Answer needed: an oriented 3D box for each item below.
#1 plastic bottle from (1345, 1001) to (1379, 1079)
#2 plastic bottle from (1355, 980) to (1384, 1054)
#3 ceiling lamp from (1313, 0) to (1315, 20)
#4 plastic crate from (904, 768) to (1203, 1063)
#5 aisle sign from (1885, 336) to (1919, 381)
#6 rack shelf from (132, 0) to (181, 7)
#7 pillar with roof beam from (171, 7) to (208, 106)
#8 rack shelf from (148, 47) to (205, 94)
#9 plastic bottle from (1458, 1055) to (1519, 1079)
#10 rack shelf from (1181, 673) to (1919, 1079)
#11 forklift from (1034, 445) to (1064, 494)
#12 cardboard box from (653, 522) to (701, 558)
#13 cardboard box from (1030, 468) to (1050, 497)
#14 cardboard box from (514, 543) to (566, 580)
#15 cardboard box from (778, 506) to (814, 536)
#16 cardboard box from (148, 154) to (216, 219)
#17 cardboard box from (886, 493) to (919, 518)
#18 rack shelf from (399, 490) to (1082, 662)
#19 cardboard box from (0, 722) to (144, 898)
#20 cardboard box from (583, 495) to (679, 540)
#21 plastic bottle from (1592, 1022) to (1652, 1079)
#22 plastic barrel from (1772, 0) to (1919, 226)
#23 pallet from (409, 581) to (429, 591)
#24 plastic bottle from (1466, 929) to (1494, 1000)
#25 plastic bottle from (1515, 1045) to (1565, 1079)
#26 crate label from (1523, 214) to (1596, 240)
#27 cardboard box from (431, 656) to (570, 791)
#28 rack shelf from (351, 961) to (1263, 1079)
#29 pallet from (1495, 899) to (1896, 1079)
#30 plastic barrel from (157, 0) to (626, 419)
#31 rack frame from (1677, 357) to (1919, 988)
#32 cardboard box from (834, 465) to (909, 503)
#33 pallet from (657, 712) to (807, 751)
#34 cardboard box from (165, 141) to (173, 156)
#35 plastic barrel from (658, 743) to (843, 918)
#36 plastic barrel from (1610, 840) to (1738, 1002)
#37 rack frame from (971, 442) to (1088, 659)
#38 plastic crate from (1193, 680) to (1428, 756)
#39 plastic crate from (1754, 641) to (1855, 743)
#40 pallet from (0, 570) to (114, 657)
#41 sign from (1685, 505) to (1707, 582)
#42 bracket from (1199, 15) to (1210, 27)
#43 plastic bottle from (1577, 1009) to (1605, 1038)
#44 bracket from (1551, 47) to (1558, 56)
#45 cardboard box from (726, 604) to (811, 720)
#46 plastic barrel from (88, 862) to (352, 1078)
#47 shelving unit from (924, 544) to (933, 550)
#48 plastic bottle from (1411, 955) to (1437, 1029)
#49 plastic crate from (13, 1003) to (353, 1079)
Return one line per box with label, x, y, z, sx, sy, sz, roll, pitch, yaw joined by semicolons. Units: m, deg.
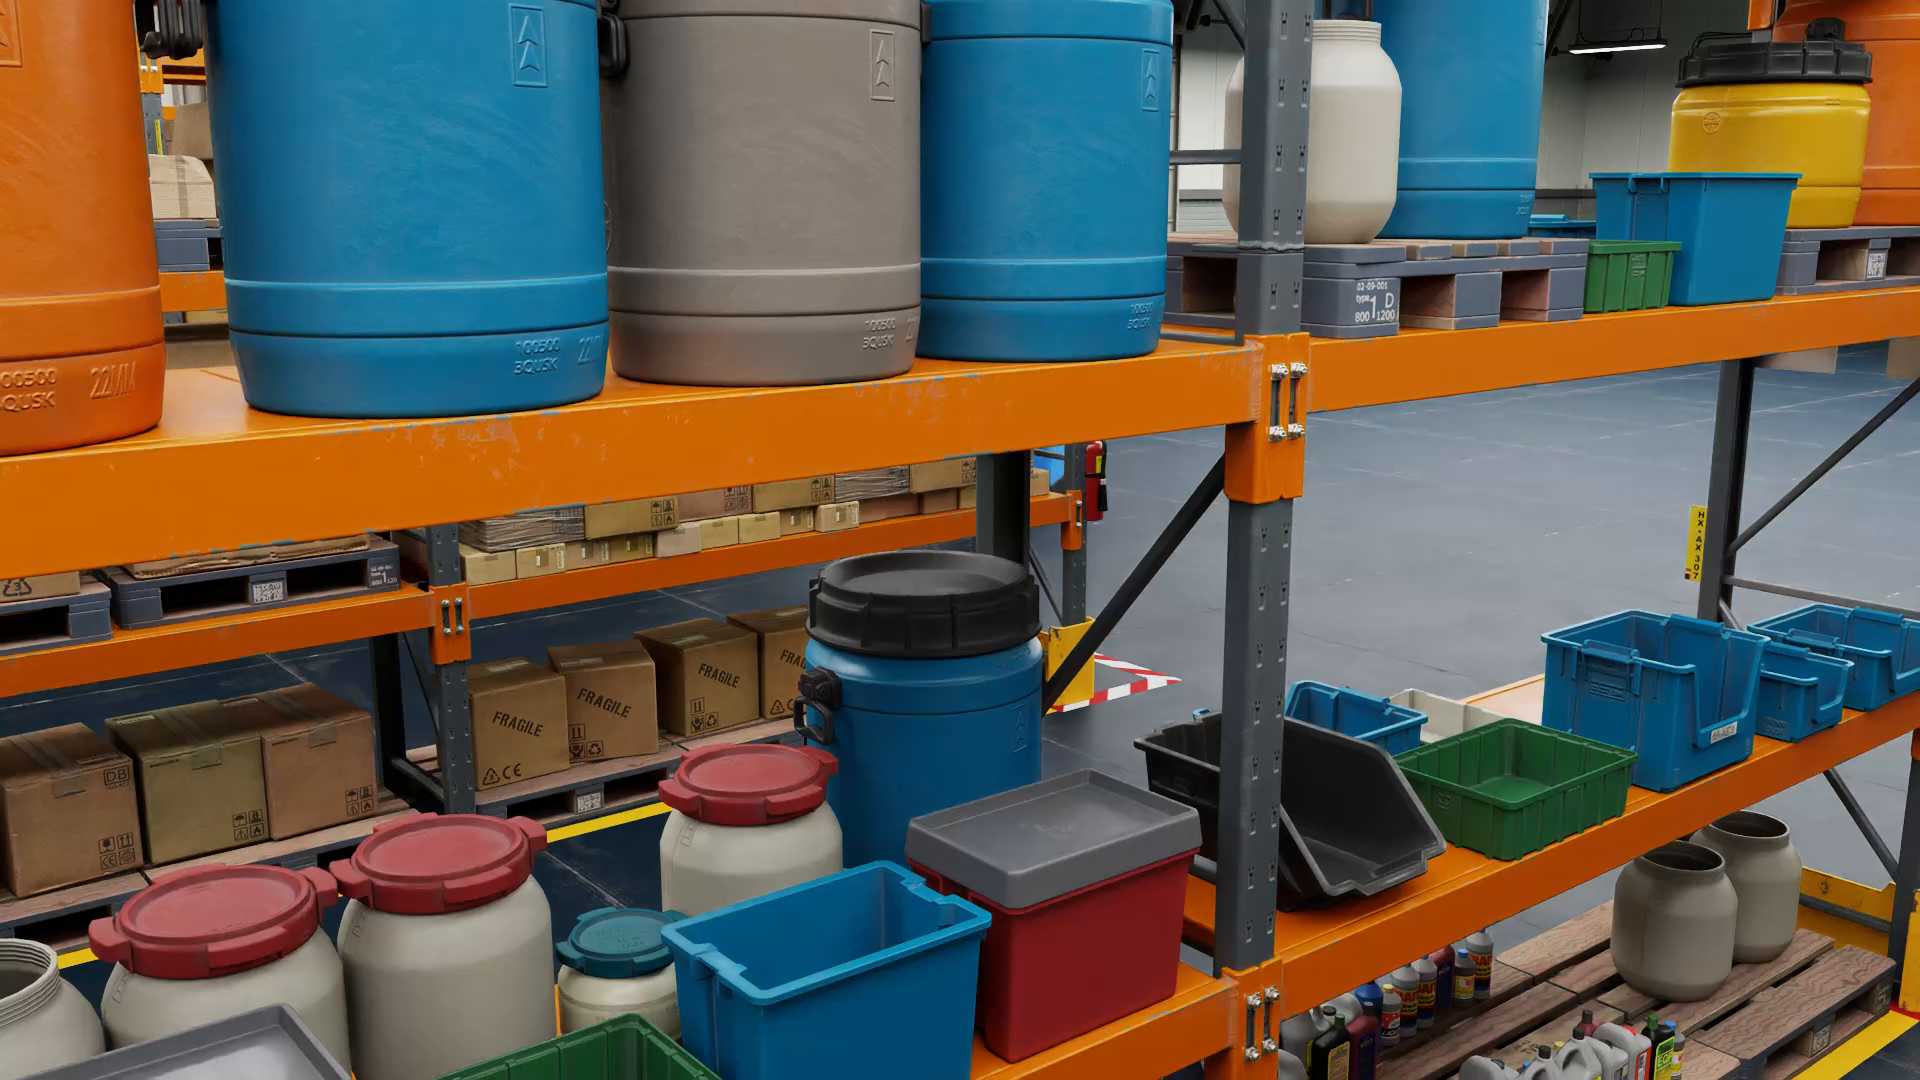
plastic bottle;1.321;1.675;5.499;0.133;0.283;0.061;-9;15;-38
plastic bottle;1.409;1.631;5.737;0.097;0.271;0.097;0;12;0
ceiling lamp;6.289;-10.257;27.715;0.800;3.185;2.000;-9;15;-38
plastic crate;0.213;0.843;3.783;0.583;0.464;0.402;-9;15;-38
aisle sign;3.765;-0.990;6.310;0.004;0.787;0.394;-9;15;-38
rack shelf;-4.256;-2.169;6.373;4.000;0.370;1.077;-9;15;-38
pillar with roof beam;-7.283;-5.265;18.257;0.400;9.000;9.100;-9;15;-38
rack shelf;-4.152;-3.506;12.668;4.000;0.370;1.077;-9;15;-38
plastic bottle;1.656;1.741;5.205;0.135;0.276;0.152;-9;15;-38
rack shelf;1.961;0.854;5.616;4.000;0.370;1.077;-9;15;-38
forklift;0.742;-1.965;17.327;1.130;2.935;3.031;3;12;14
cardboard box;-1.547;-0.025;8.628;0.250;0.149;0.380;-9;15;-38
cardboard box;0.335;-0.367;10.241;0.250;0.149;0.380;-9;15;-38
cardboard box;-2.135;0.072;8.173;0.250;0.149;0.380;-9;15;-38
cardboard box;-1.009;-0.134;9.144;0.250;0.149;0.380;-9;15;-38
cardboard box;-3.366;-1.510;7.110;0.258;0.266;0.396;-9;15;-36
cardboard box;-0.449;-0.238;9.634;0.250;0.149;0.380;-9;15;-38
rack shelf;-1.133;0.051;9.399;4.000;0.370;1.077;-9;15;-38
cardboard box;-4.008;1.174;7.338;0.500;0.500;0.700;-11;16;-42
cardboard box;-1.892;-0.343;8.567;0.500;0.500;0.875;-9;15;-38
plastic bottle;2.149;1.698;5.410;0.135;0.276;0.152;-9;15;-37
plastic barrel;3.223;-1.556;5.969;0.708;0.830;0.600;-9;15;-38
pallet;-4.118;0.260;13.397;1.213;0.211;1.003;-9;15;-38
plastic bottle;1.913;1.547;6.131;0.097;0.271;0.097;0;12;0
plastic bottle;1.768;1.725;5.100;0.185;0.351;0.144;-10;15;-38
crate label;1.855;-0.962;5.576;0.408;0.251;0.502;-9;15;-38
cardboard box;-2.357;0.931;8.532;0.500;0.500;0.500;-10;16;-39
rack shelf;-1.162;1.373;3.171;4.000;0.370;1.077;-9;15;-38
pallet;2.855;1.729;6.478;1.213;0.211;1.003;-9;15;-38
plastic barrel;-0.883;-0.680;2.679;0.708;0.901;0.600;-9;15;-38
rack frame;3.523;0.243;6.763;0.127;3.000;1.000;-9;15;-38
cardboard box;-0.751;-0.546;9.520;0.500;0.500;0.875;-9;15;-38
pallet;-1.239;1.071;9.579;1.213;0.211;1.003;-9;15;-38
cardboard box;-5.490;-2.758;12.068;0.500;0.250;0.500;-10;15;-38
plastic barrel;-0.484;0.784;3.888;0.433;0.535;0.433;0;12;0
plastic barrel;2.665;1.417;6.211;0.421;0.512;0.421;0;12;0
rack frame;0.429;-0.560;10.546;0.127;3.000;1.000;-9;15;-38
plastic crate;1.094;0.647;5.218;0.616;0.251;0.499;-9;15;-38
plastic crate;2.808;0.512;5.852;0.408;0.251;0.499;-9;15;-38
pallet;-4.298;0.308;6.919;1.213;0.211;1.003;-9;15;-38
sign;3.183;0.018;7.157;0.005;0.325;0.100;-9;15;-38
bracket;4.629;-10.055;32.153;0.430;0.232;0.235;-9;15;-38
plastic bottle;2.082;1.677;5.490;0.133;0.283;0.061;-9;15;-38
bracket;13.999;-11.613;39.486;0.430;0.232;0.235;-9;15;-38
cardboard box;-1.015;0.697;9.634;0.500;0.500;0.500;-8;14;-32
plastic barrel;-1.395;0.935;3.175;0.433;0.535;0.433;0;12;0
shelving unit;-0.005;-0.549;15.008;1.048;1.125;0.538;-9;15;-38
plastic bottle;1.645;1.592;5.922;0.097;0.271;0.097;0;12;0
plastic crate;-1.271;1.090;2.622;0.583;0.464;0.402;-9;15;-38
